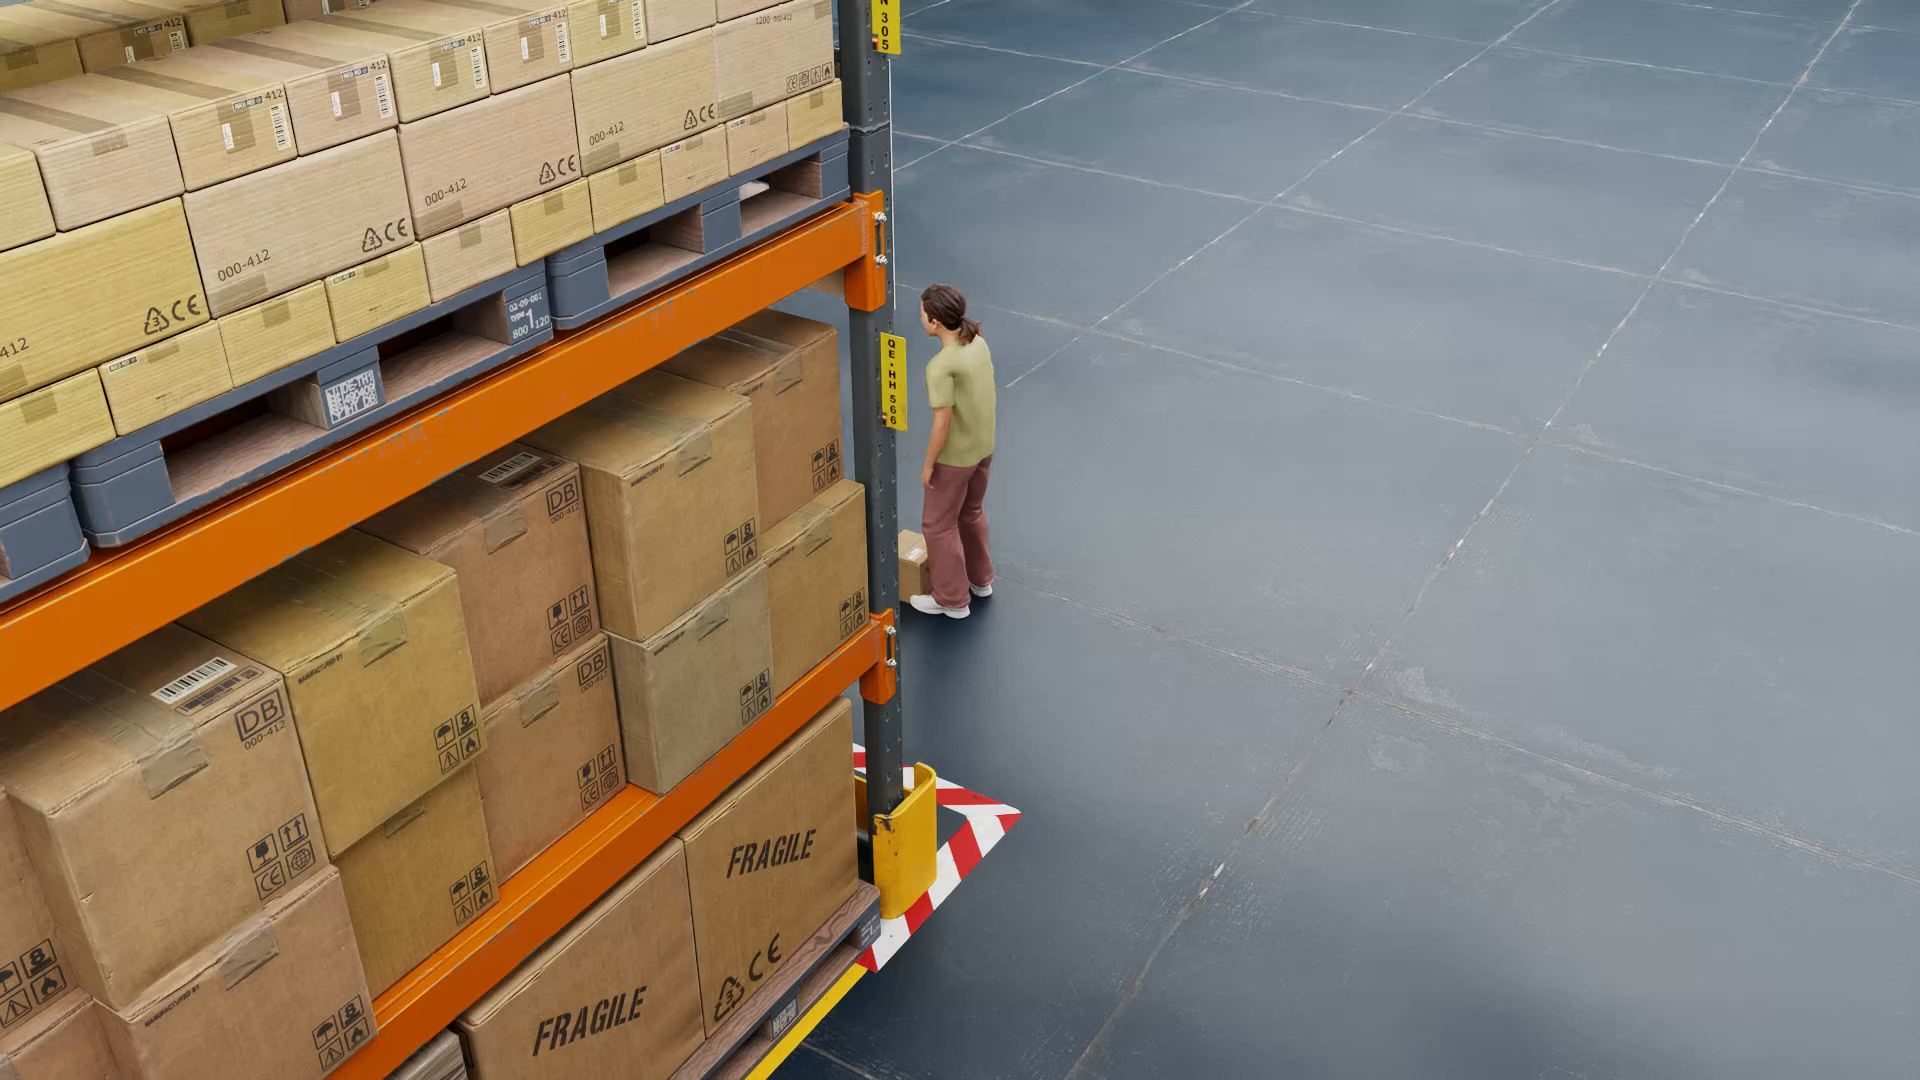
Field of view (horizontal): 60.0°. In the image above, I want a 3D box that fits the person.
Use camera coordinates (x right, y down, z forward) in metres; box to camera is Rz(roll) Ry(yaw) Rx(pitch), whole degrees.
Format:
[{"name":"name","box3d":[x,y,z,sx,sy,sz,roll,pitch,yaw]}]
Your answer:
[{"name":"person","box3d":[-0.025,-0.412,7.829,0.356,1.673,0.499,18,35,28]}]
